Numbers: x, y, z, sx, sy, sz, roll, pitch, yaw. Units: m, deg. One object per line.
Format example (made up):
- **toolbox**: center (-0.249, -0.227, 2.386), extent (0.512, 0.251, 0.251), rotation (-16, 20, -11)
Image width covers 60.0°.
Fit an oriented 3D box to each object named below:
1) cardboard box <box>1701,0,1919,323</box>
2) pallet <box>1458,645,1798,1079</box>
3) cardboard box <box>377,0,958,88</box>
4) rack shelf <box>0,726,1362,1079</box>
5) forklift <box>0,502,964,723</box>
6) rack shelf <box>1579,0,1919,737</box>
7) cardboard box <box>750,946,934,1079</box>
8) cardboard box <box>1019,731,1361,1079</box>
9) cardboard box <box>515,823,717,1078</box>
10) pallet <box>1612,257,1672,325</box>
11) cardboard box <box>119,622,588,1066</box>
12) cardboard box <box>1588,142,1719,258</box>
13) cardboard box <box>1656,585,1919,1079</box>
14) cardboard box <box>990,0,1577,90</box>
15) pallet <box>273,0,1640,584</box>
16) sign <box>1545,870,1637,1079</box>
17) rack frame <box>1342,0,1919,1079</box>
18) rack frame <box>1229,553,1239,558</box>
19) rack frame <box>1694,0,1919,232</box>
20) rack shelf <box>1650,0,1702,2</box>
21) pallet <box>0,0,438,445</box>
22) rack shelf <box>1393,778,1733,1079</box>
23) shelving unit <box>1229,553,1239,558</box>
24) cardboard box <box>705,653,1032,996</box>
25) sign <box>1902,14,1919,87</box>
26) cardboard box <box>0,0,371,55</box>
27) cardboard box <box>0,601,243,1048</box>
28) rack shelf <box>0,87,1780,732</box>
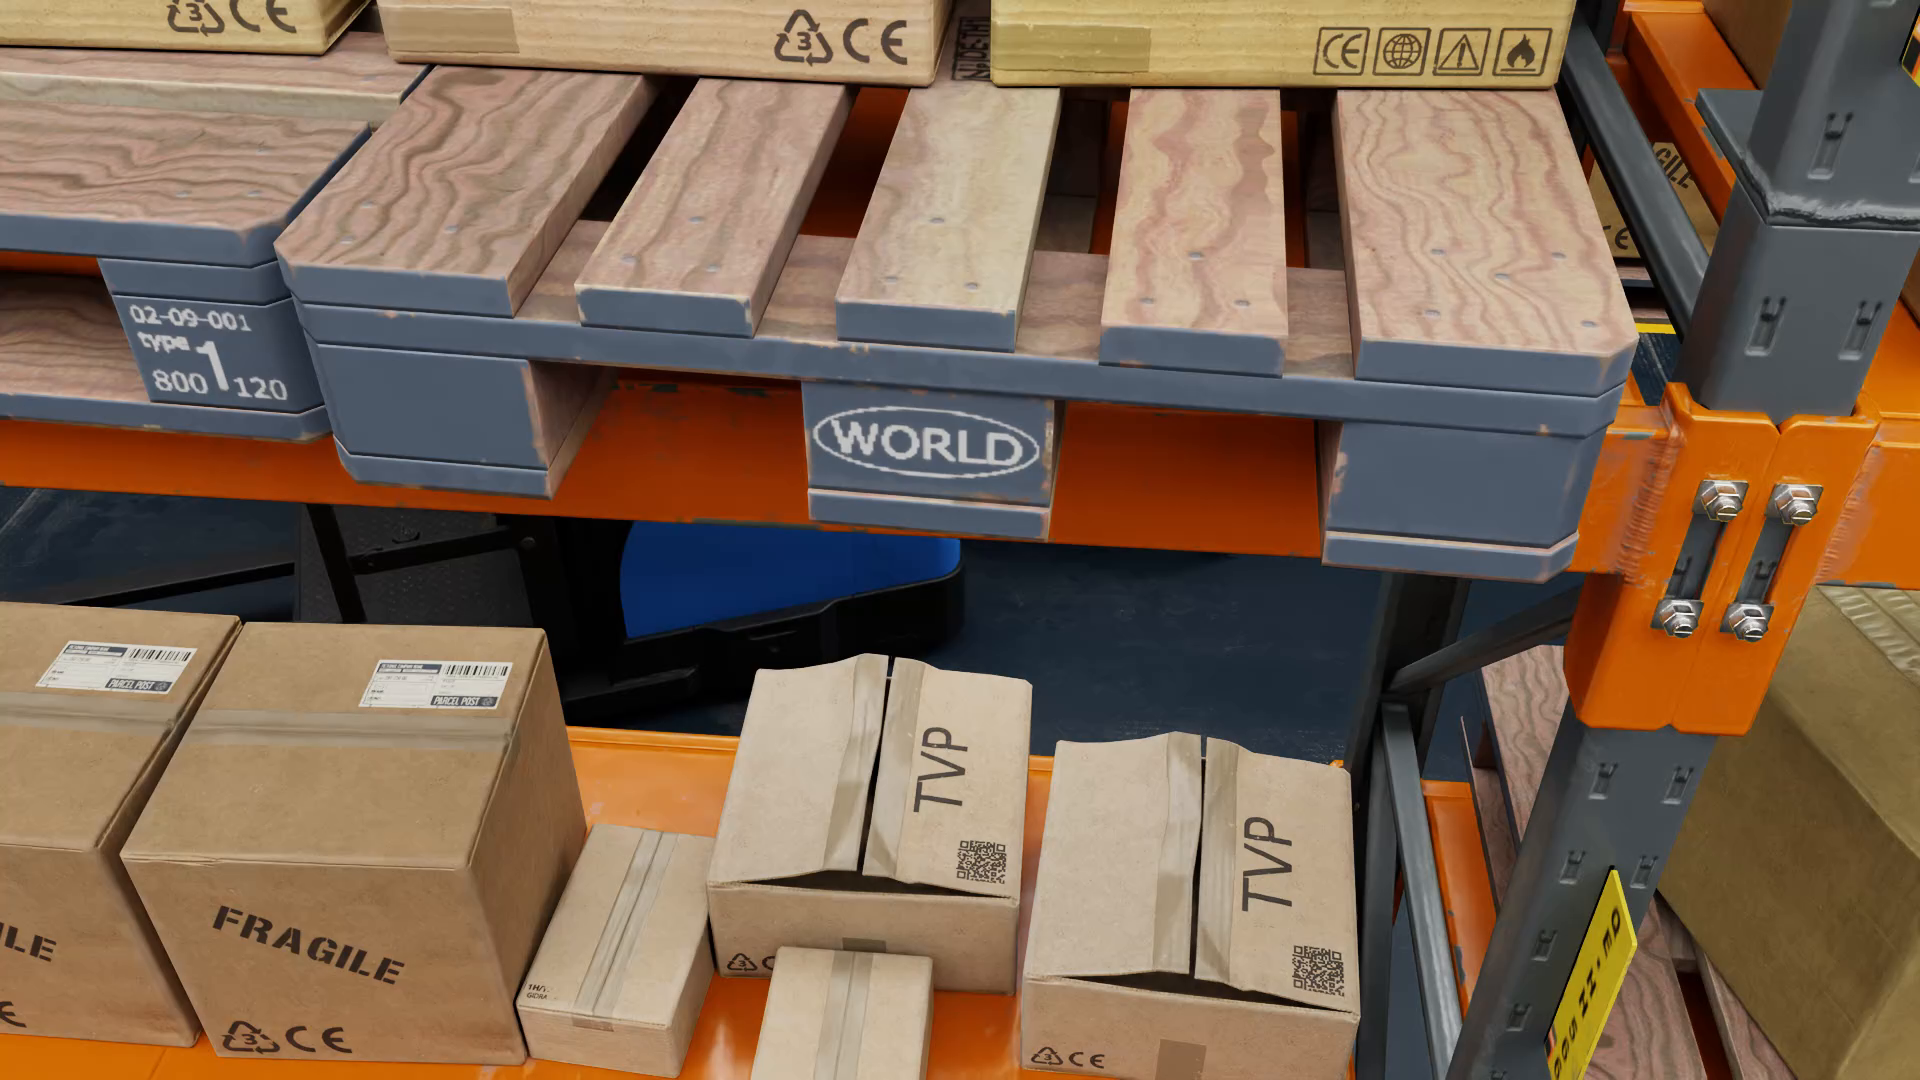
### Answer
- **cardboard box**: center (1.174, -0.593, 1.647), extent (0.500, 0.500, 0.910), rotation (3, 39, 4)
- **pallet**: center (1.418, 0.674, 2.698), extent (1.003, 0.211, 1.213), rotation (3, 39, 4)
- **cardboard box**: center (-0.244, -0.668, 1.605), extent (0.500, 0.250, 0.500), rotation (4, 39, 5)
- **rack shelf**: center (-1.256, 0.777, 2.990), extent (4.000, 0.370, 1.077), rotation (3, 39, 4)
- **forklift**: center (-1.562, -0.829, 4.447), extent (3.031, 2.935, 1.130), rotation (-11, 40, -13)
- **rack shelf**: center (2.729, -0.169, 1.775), extent (4.000, 0.370, 1.077), rotation (3, 39, 4)
- **cardboard box**: center (-0.183, 0.829, 2.555), extent (0.250, 0.149, 0.380), rotation (3, 39, 4)
- **cardboard box**: center (0.378, 0.594, 2.715), extent (0.500, 0.311, 0.500), rotation (5, 39, 7)
- **cardboard box**: center (-0.539, 0.670, 2.750), extent (0.250, 0.149, 0.380), rotation (6, 40, 7)
- **pallet**: center (3.151, -1.269, 7.142), extent (1.213, 0.211, 1.003), rotation (3, 39, 4)
- **cardboard box**: center (-0.937, 0.487, 2.697), extent (0.500, 0.500, 0.500), rotation (1, 39, 1)
- **cardboard box**: center (2.754, -1.664, 6.788), extent (0.750, 0.750, 0.750), rotation (3, 39, 4)
- **cardboard box**: center (1.374, 0.368, 2.510), extent (0.500, 0.500, 0.700), rotation (-9, 40, -11)
- **cardboard box**: center (0.280, -0.651, 1.583), extent (0.500, 0.250, 0.500), rotation (0, 39, 1)
- **pallet**: center (0.053, -0.464, 1.718), extent (1.003, 0.211, 1.213), rotation (5, 39, 6)
- **sign**: center (0.692, 0.507, 1.834), extent (0.005, 0.325, 0.100), rotation (3, 39, 4)
- **rack frame**: center (0.737, 0.607, 2.629), extent (0.127, 3.000, 1.000), rotation (3, 39, 4)
- **rack frame**: center (0.951, -0.680, 5.397), extent (0.032, 1.500, 0.500), rotation (2, 39, 3)
- **rack frame**: center (0.737, -1.720, 0.735), extent (0.127, 3.000, 1.000), rotation (3, 39, 4)
- **rack shelf**: center (3.153, -2.121, 6.550), extent (4.000, 0.370, 1.077), rotation (3, 39, 4)
- **pallet**: center (-1.062, -0.523, 1.790), extent (1.213, 0.211, 1.003), rotation (5, 39, 6)
- **rack shelf**: center (2.729, 0.994, 2.722), extent (4.000, 0.370, 1.077), rotation (3, 39, 4)
- **shelving unit**: center (0.444, -0.699, 5.420), extent (1.048, 1.500, 0.538), rotation (2, 39, 3)
- **cardboard box**: center (-0.138, 0.471, 2.866), extent (0.500, 0.311, 0.500), rotation (3, 39, 3)
- **sign**: center (0.681, -0.439, 1.065), extent (0.005, 0.325, 0.100), rotation (3, 39, 4)
- **cardboard box**: center (-0.813, -0.706, 1.652), extent (0.500, 0.250, 0.500), rotation (2, 39, 3)
- **cardboard box**: center (-1.461, 0.458, 2.732), extent (0.500, 0.500, 0.500), rotation (3, 39, 4)
- **rack shelf**: center (-1.256, -0.387, 2.043), extent (4.000, 0.370, 1.077), rotation (3, 39, 4)
